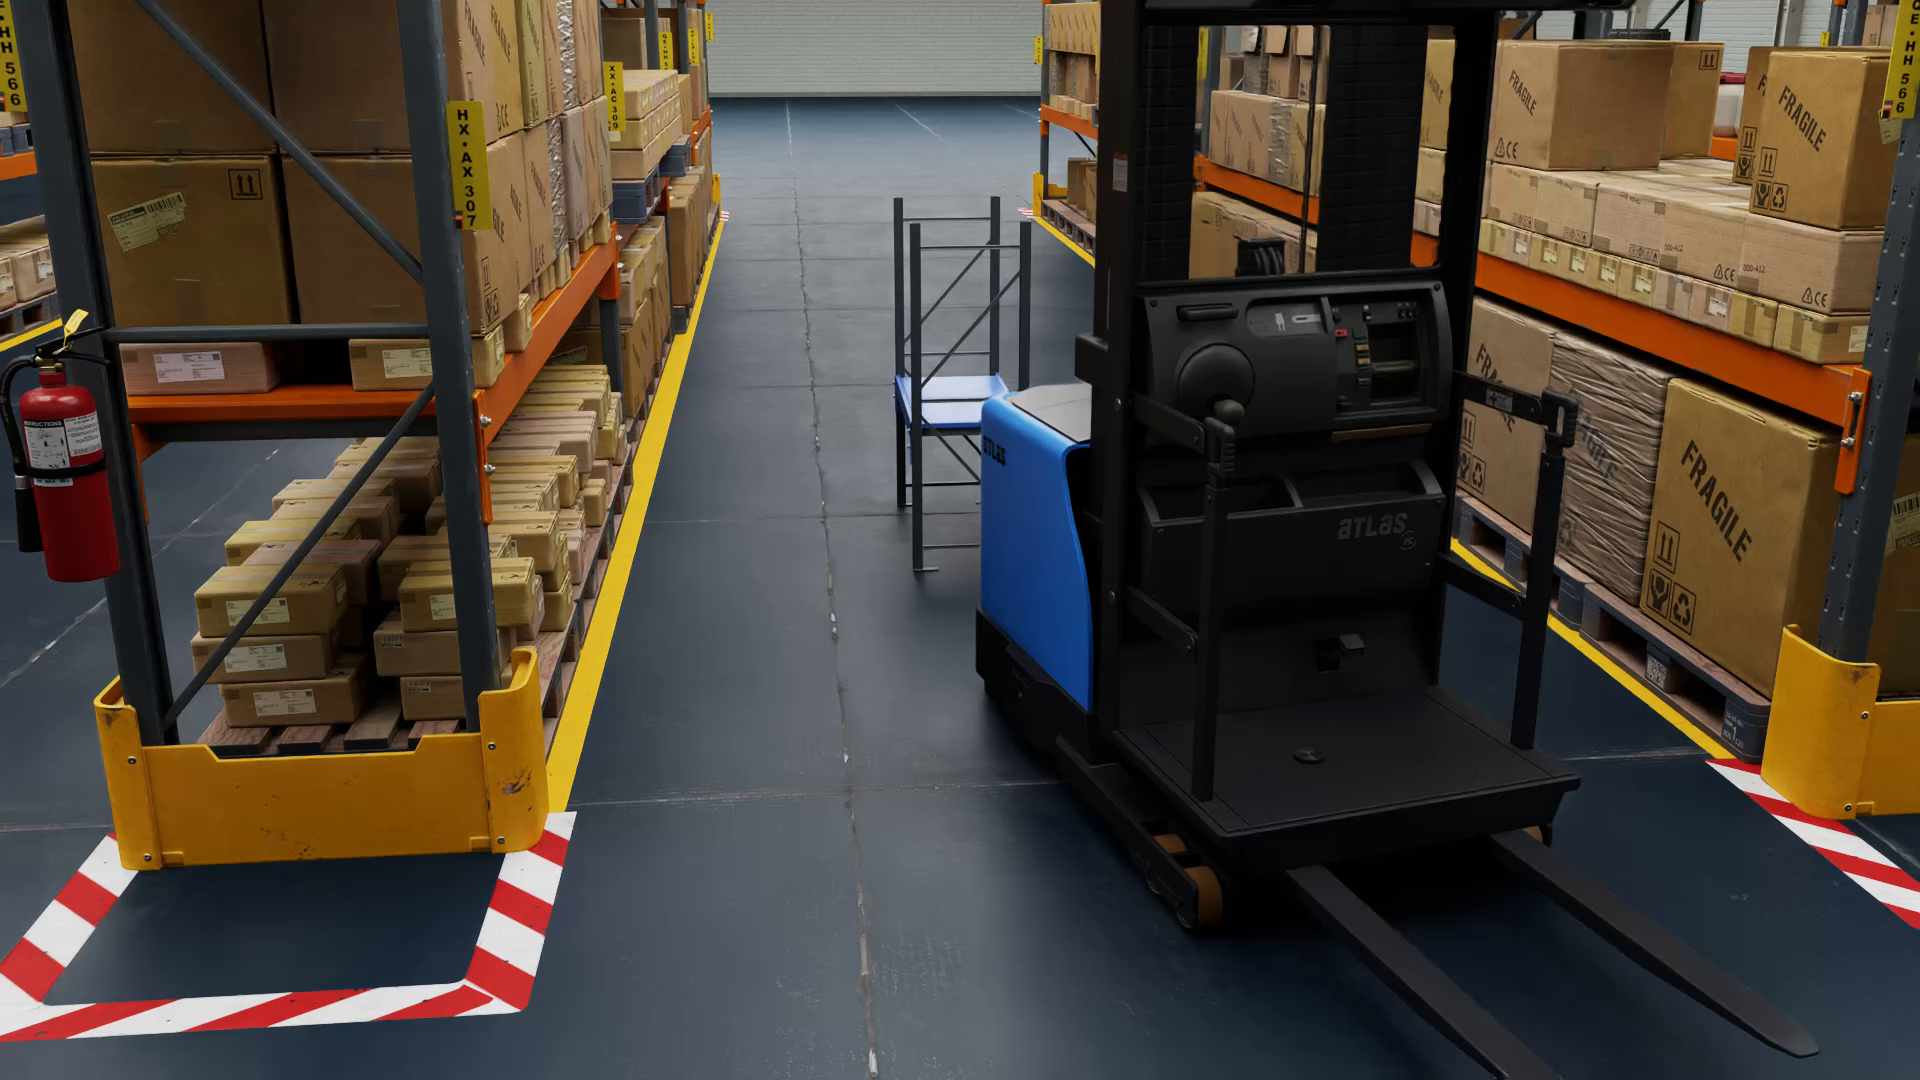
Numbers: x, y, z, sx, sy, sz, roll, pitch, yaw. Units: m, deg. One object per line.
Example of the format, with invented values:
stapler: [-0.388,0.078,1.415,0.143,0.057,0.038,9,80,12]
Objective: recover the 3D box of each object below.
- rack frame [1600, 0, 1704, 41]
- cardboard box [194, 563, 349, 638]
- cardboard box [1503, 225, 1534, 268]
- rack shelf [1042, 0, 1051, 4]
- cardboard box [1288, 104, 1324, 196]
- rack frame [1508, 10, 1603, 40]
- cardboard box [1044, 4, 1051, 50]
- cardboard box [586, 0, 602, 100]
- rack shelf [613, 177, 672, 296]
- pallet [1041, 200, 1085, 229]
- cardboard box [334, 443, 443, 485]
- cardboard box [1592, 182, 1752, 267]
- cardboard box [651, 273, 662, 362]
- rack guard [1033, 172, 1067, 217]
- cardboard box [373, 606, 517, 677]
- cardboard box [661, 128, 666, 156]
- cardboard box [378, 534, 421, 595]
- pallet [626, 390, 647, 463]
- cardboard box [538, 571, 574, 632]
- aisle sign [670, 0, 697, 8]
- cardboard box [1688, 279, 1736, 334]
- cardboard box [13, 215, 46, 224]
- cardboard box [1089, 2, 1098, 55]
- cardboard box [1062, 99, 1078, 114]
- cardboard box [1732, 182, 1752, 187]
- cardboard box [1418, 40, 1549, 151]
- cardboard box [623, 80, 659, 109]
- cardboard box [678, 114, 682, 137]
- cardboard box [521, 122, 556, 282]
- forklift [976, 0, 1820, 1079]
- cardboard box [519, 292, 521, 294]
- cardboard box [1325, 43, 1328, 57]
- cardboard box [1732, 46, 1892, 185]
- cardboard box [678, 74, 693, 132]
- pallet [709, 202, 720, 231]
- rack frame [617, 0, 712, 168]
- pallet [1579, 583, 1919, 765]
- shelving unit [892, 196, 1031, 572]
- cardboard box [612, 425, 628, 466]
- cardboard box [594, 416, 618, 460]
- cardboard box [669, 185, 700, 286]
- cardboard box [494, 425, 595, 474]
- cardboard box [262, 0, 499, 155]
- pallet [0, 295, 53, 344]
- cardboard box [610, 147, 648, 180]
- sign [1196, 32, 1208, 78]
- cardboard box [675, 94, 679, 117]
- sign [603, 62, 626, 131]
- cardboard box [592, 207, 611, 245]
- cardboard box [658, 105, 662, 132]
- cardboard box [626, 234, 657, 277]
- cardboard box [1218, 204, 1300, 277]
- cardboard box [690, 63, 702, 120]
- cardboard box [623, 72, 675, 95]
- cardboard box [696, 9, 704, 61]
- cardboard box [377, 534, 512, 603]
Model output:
rack frame: [6.816,-4.392,16.660,1.000,3.000,0.127,-2,18,-6]
cardboard box: [-2.123,0.185,5.144,0.380,0.149,0.250,-2,17,-5]
cardboard box: [2.549,-1.251,7.074,0.380,0.149,0.250,-2,17,-5]
rack shelf: [1.684,-5.923,17.729,1.077,0.370,4.000,-2,18,-6]
cardboard box: [2.290,-2.337,9.948,0.500,0.500,0.500,-2,18,-6]
rack frame: [2.715,-1.856,8.580,1.000,3.000,0.127,-2,18,-6]
cardboard box: [1.263,-5.925,19.210,0.500,0.500,0.500,-2,18,-6]
cardboard box: [-1.912,-2.268,7.559,0.500,0.500,0.500,-2,18,-8]
rack shelf: [-2.435,-1.985,10.194,1.077,0.370,4.000,-2,18,-6]
pallet: [1.534,-3.835,19.539,1.003,0.211,1.213,-2,18,-6]
cardboard box: [-2.264,-0.281,6.630,0.380,0.149,0.250,-2,18,-5]
cardboard box: [2.709,-1.173,6.160,0.500,0.250,0.500,-2,18,-8]
cardboard box: [-2.193,-1.432,10.703,0.500,0.500,0.500,-3,18,-8]
rack guard: [1.485,-4.216,20.270,1.175,0.500,0.348,-2,18,-6]
cardboard box: [-1.615,0.313,5.234,0.380,0.149,0.250,-1,17,-3]
cardboard box: [-1.975,-2.409,10.060,0.380,0.149,0.250,-3,18,-8]
cardboard box: [-2.135,0.091,5.943,0.380,0.149,0.250,-2,18,-6]
pallet: [-2.311,-0.634,9.344,1.003,0.211,1.213,-2,18,-6]
cardboard box: [-1.610,0.224,6.014,0.380,0.149,0.250,-2,17,-5]
aisle sign: [-3.176,-6.579,19.283,0.394,0.787,0.004,-2,18,-6]
cardboard box: [2.710,-0.793,5.613,0.380,0.149,0.250,-2,18,-6]
cardboard box: [-7.911,-2.723,15.030,0.950,0.372,0.625,-2,17,-5]
cardboard box: [1.570,-5.031,16.363,0.500,0.500,0.500,-2,18,-6]
cardboard box: [1.328,-4.769,18.279,0.380,0.149,0.250,-2,18,-6]
cardboard box: [3.238,-1.190,6.214,0.500,0.250,0.500,-2,18,-7]
cardboard box: [2.510,-2.133,7.966,0.500,0.500,0.500,-2,18,-6]
cardboard box: [-1.921,-2.539,9.480,0.380,0.149,0.250,-2,18,-6]
cardboard box: [-2.133,-2.872,11.536,0.380,0.149,0.250,-1,17,-5]
cardboard box: [-1.706,-1.178,5.757,0.500,0.500,0.500,-2,17,-5]
forklift: [1.012,-0.506,4.395,1.130,2.935,3.031,-6,18,-18]
cardboard box: [-1.732,-0.839,5.760,0.380,0.149,0.250,-2,18,-6]
cardboard box: [2.582,-2.777,9.673,0.797,0.503,0.637,-2,17,-5]
cardboard box: [3.236,-1.547,6.097,0.500,0.500,0.500,-2,18,-7]
cardboard box: [-2.734,-4.017,15.296,0.500,0.500,0.500,-2,18,-6]
pallet: [-3.306,-3.742,19.243,1.003,0.211,1.213,-2,18,-6]
rack frame: [-3.467,-5.308,19.576,1.000,3.000,0.127,-2,18,-6]
pallet: [2.967,0.431,5.953,1.003,0.211,1.213,-2,18,-6]
shelving unit: [-0.009,-0.741,7.533,0.538,1.500,1.048,-2,18,-6]
cardboard box: [-1.850,-0.466,8.213,0.380,0.149,0.250,-2,17,-5]
cardboard box: [-1.795,-0.471,7.732,0.380,0.149,0.250,-2,18,-8]
cardboard box: [-2.708,-2.496,13.674,1.050,0.750,0.750,-2,17,-5]
cardboard box: [-1.726,-0.372,6.920,0.380,0.149,0.250,-2,18,-8]
cardboard box: [-1.599,-1.349,4.635,0.500,0.500,0.500,-2,18,-6]
pallet: [-7.634,-1.644,12.560,1.003,0.211,1.213,-2,18,-6]
cardboard box: [-1.812,-1.945,8.582,0.380,0.149,0.250,-3,18,-8]
sign: [1.764,-3.543,12.152,0.100,0.325,0.005,-2,18,-6]
cardboard box: [-2.108,-2.934,11.237,0.380,0.149,0.250,-1,17,-4]
sign: [-1.690,-2.165,8.119,0.100,0.325,0.005,-2,18,-6]
cardboard box: [-1.832,-1.461,7.744,0.380,0.149,0.250,-2,18,-7]
cardboard box: [-1.952,-2.477,9.782,0.380,0.149,0.250,-2,18,-7]
cardboard box: [-2.211,-1.792,10.598,0.500,0.250,0.500,-1,17,-4]
cardboard box: [2.437,-1.762,11.128,1.225,0.875,0.875,-2,18,-5]
cardboard box: [-3.122,-4.625,17.150,0.875,0.550,0.550,-2,18,-6]
cardboard box: [-2.084,-3.004,10.962,0.380,0.149,0.250,-1,17,-4]
cardboard box: [-3.318,-5.622,18.523,0.875,0.550,0.550,-2,18,-6]
cardboard box: [-1.681,0.090,5.447,0.380,0.149,0.250,-1,17,-5]
